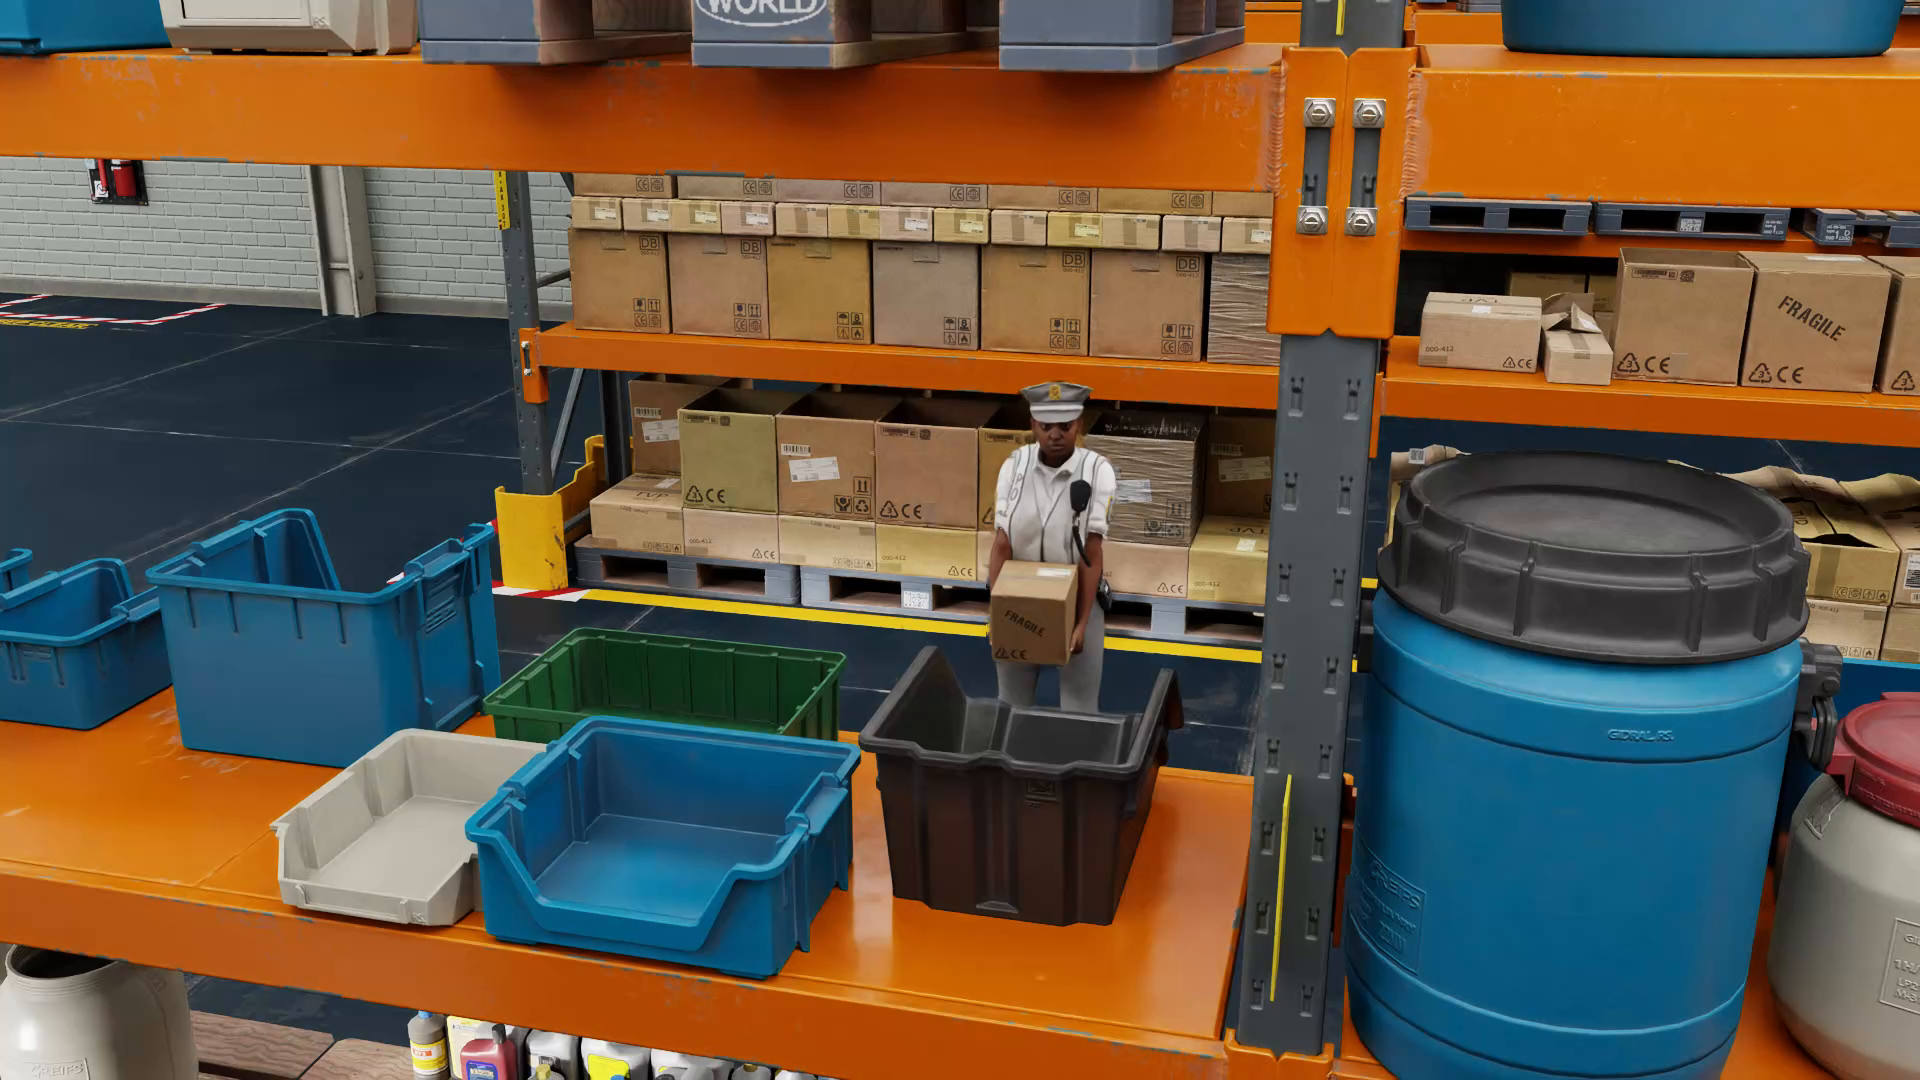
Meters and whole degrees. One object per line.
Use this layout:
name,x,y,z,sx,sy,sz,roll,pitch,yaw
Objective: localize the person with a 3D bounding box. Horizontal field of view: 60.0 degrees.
person,0.304,0.274,5.715,0.416,1.685,0.531,4,19,13
